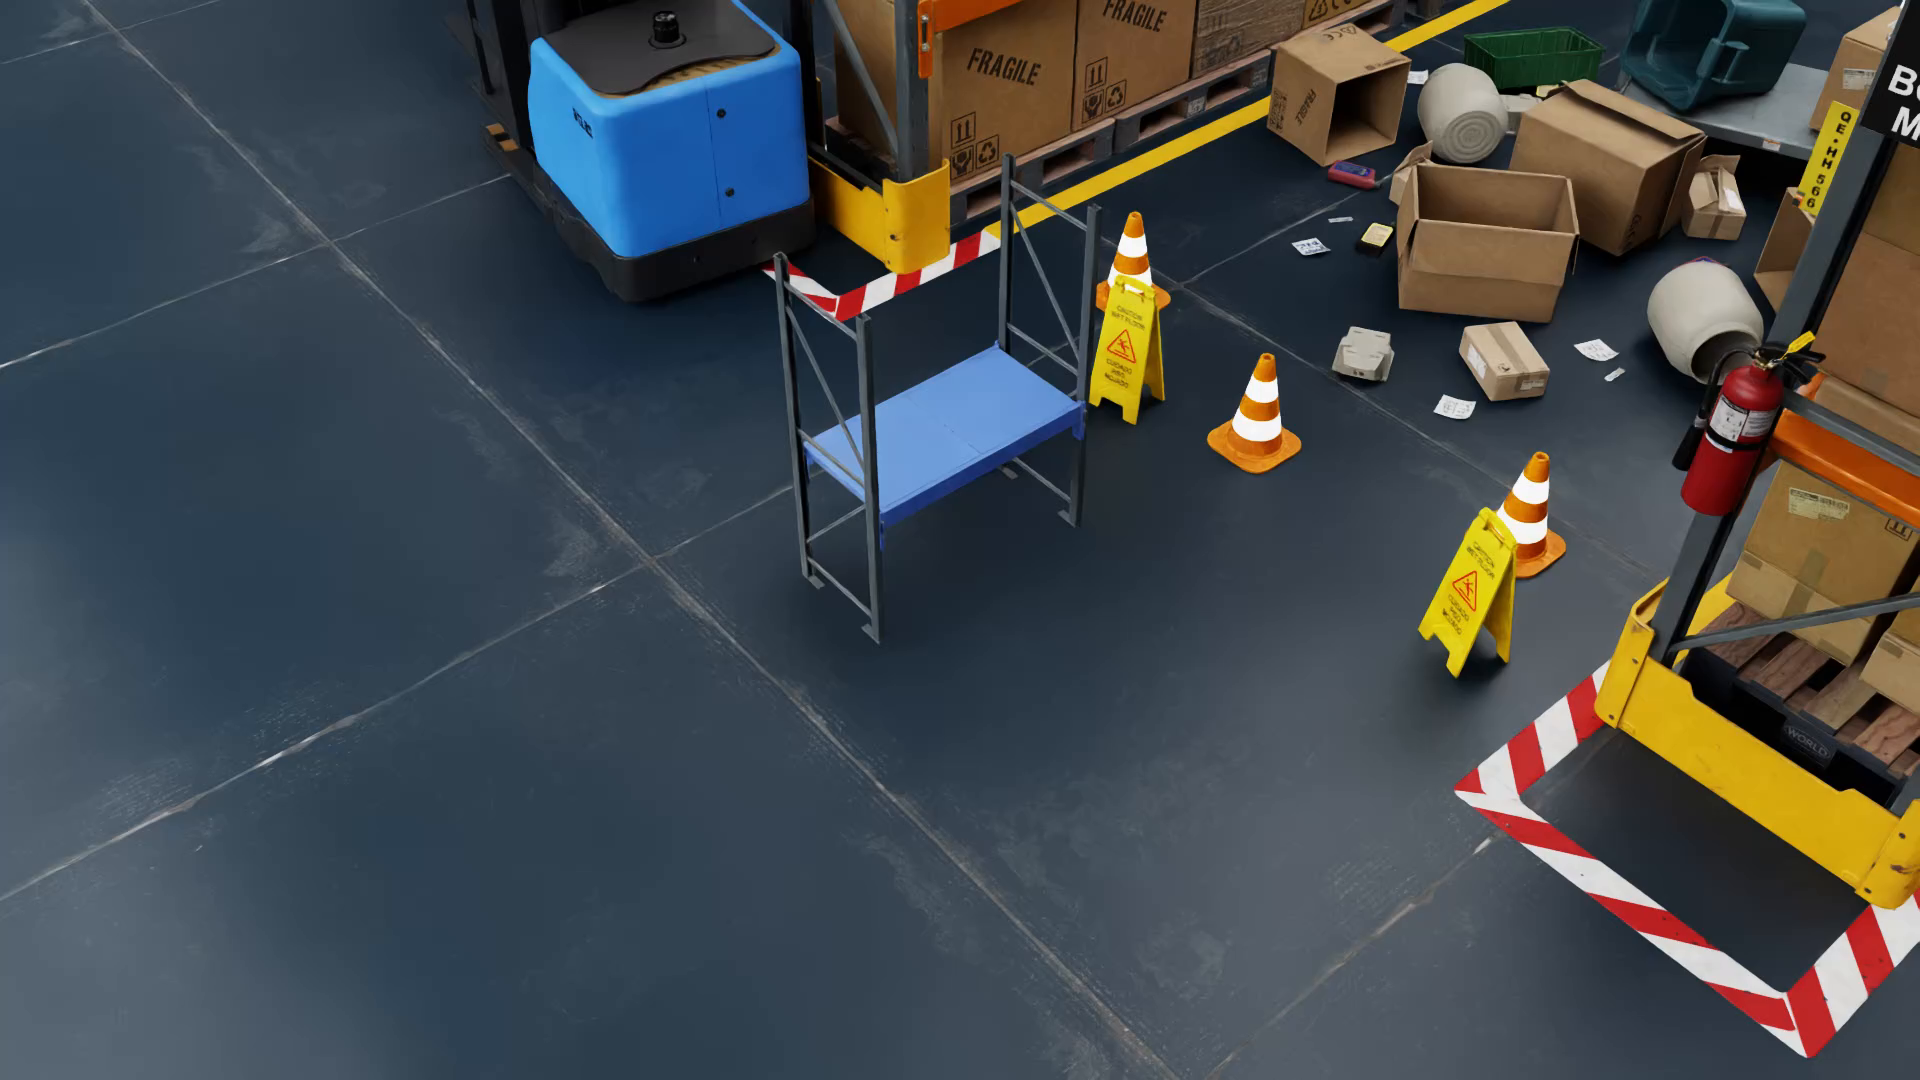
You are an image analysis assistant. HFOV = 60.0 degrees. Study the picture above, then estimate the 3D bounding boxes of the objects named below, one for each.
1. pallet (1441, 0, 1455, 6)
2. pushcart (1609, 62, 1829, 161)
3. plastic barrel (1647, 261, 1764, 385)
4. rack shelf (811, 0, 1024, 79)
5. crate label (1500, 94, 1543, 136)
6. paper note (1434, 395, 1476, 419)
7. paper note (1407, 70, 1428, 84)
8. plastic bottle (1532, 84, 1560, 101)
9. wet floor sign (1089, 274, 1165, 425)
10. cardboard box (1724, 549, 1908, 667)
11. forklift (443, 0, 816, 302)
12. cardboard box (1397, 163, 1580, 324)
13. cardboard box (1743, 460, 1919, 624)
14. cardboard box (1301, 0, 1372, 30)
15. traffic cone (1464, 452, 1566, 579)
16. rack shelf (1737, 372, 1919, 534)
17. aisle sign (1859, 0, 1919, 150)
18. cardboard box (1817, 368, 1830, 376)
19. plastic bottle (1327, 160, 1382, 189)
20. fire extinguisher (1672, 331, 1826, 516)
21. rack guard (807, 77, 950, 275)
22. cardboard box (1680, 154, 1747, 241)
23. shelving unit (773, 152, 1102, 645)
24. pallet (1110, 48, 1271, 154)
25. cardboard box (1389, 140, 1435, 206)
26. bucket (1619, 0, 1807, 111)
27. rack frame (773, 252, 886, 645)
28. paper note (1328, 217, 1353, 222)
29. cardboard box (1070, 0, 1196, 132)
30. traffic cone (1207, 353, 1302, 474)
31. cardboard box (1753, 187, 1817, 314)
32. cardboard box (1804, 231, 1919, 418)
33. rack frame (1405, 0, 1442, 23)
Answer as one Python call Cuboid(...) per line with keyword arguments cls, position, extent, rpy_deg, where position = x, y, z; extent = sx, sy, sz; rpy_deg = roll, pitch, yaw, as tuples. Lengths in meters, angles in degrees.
Cuboid(cls="pallet", position=(3.101, -3.885, 10.732), extent=(1.213, 0.211, 1.003), rpy_deg=(-30, 51, -28))
Cuboid(cls="pushcart", position=(4.310, -2.187, 8.803), extent=(1.648, 0.377, 0.936), rpy_deg=(22, 47, 21))
Cuboid(cls="plastic barrel", position=(3.356, -0.974, 7.478), extent=(0.421, 0.421, 0.512), rpy_deg=(0, 43, 0))
Cuboid(cls="rack shelf", position=(1.024, -3.382, 8.686), extent=(4.000, 0.370, 1.077), rpy_deg=(-30, 51, -28))
Cuboid(cls="crate label", position=(3.073, -2.344, 9.146), extent=(0.298, 0.136, 0.250), rpy_deg=(7, 44, 7))
Cuboid(cls="paper note", position=(2.191, -0.589, 7.355), extent=(0.148, 0.019, 0.142), rpy_deg=(22, 47, 21))
Cuboid(cls="paper note", position=(2.623, -2.670, 9.570), extent=(0.147, 0.020, 0.142), rpy_deg=(7, 44, 7))
Cuboid(cls="plastic bottle", position=(3.314, -2.538, 9.408), extent=(0.133, 0.061, 0.283), rpy_deg=(14, 45, 15))
Cuboid(cls="wet floor sign", position=(0.738, -0.855, 7.189), extent=(0.267, 0.644, 0.232), rpy_deg=(30, 51, 28))
Cuboid(cls="cardboard box", position=(3.209, 0.131, 6.121), extent=(0.500, 0.250, 0.500), rpy_deg=(-30, 51, -28))
Cuboid(cls="forklift", position=(-1.916, -3.179, 7.994), extent=(1.130, 2.935, 3.031), rpy_deg=(-23, 48, -23))
Cuboid(cls="cardboard box", position=(2.466, -1.402, 7.875), extent=(0.797, 0.503, 0.637), rpy_deg=(7, 44, 7))
Cuboid(cls="cardboard box", position=(3.190, -0.124, 5.845), extent=(0.500, 0.500, 0.500), rpy_deg=(-29, 51, -28))
Cuboid(cls="cardboard box", position=(2.031, -3.662, 9.703), extent=(0.875, 0.875, 0.875), rpy_deg=(-29, 50, -27))
Cuboid(cls="traffic cone", position=(2.245, -0.153, 6.574), extent=(0.334, 0.463, 0.336), rpy_deg=(-30, 51, -28))
Cuboid(cls="rack shelf", position=(4.277, -0.827, 5.965), extent=(4.000, 0.370, 1.077), rpy_deg=(-30, 51, -28))
Cuboid(cls="aisle sign", position=(2.510, -1.284, 4.027), extent=(0.004, 0.787, 0.394), rpy_deg=(-30, 51, -28))
Cuboid(cls="cardboard box", position=(3.016, -0.566, 5.345), extent=(0.250, 0.149, 0.380), rpy_deg=(-30, 51, -28))
Cuboid(cls="plastic bottle", position=(2.090, -1.914, 8.743), extent=(0.283, 0.061, 0.133), rpy_deg=(22, 47, 21))
Cuboid(cls="fire extinguisher", position=(2.360, -0.375, 5.014), extent=(0.183, 0.674, 0.296), rpy_deg=(-30, 51, -28))
Cuboid(cls="rack guard", position=(-0.529, -1.844, 8.348), extent=(0.348, 0.500, 1.175), rpy_deg=(-30, 51, -28))
Cuboid(cls="cardboard box", position=(3.809, -1.741, 8.409), extent=(0.258, 0.266, 0.396), rpy_deg=(7, 44, 7))
Cuboid(cls="shelving unit", position=(-0.065, -0.509, 6.197), extent=(1.048, 1.500, 0.538), rpy_deg=(-30, 51, -28))
Cuboid(cls="pallet", position=(0.988, -2.675, 9.444), extent=(1.213, 0.211, 1.003), rpy_deg=(-30, 51, -28))
Cuboid(cls="cardboard box", position=(2.421, -1.804, 8.477), extent=(0.258, 0.266, 0.396), rpy_deg=(-21, 47, -21))
Cuboid(cls="bucket", position=(3.933, -2.613, 8.622), extent=(0.620, 0.611, 0.726), rpy_deg=(-6, 43, -21))
Cuboid(cls="rack frame", position=(-0.455, -0.286, 5.959), extent=(0.032, 1.500, 0.500), rpy_deg=(-30, 51, -28))
Cuboid(cls="paper note", position=(1.941, -1.634, 8.483), extent=(0.123, 0.001, 0.032), rpy_deg=(-7, 44, -7))
Cuboid(cls="cardboard box", position=(0.641, -2.865, 8.854), extent=(0.875, 0.875, 0.875), rpy_deg=(-31, 51, -28))
Cuboid(cls="traffic cone", position=(1.272, -0.586, 7.036), extent=(0.334, 0.463, 0.336), rpy_deg=(-30, 51, -28))
Cuboid(cls="cardboard box", position=(4.116, -1.302, 7.769), extent=(0.500, 0.500, 0.500), rpy_deg=(0, 43, 0))
Cuboid(cls="cardboard box", position=(2.983, -0.739, 5.055), extent=(0.500, 0.500, 0.500), rpy_deg=(-31, 51, -29))
Cuboid(cls="rack frame", position=(2.558, -4.523, 9.375), extent=(0.127, 3.000, 1.000), rpy_deg=(-30, 51, -28))
